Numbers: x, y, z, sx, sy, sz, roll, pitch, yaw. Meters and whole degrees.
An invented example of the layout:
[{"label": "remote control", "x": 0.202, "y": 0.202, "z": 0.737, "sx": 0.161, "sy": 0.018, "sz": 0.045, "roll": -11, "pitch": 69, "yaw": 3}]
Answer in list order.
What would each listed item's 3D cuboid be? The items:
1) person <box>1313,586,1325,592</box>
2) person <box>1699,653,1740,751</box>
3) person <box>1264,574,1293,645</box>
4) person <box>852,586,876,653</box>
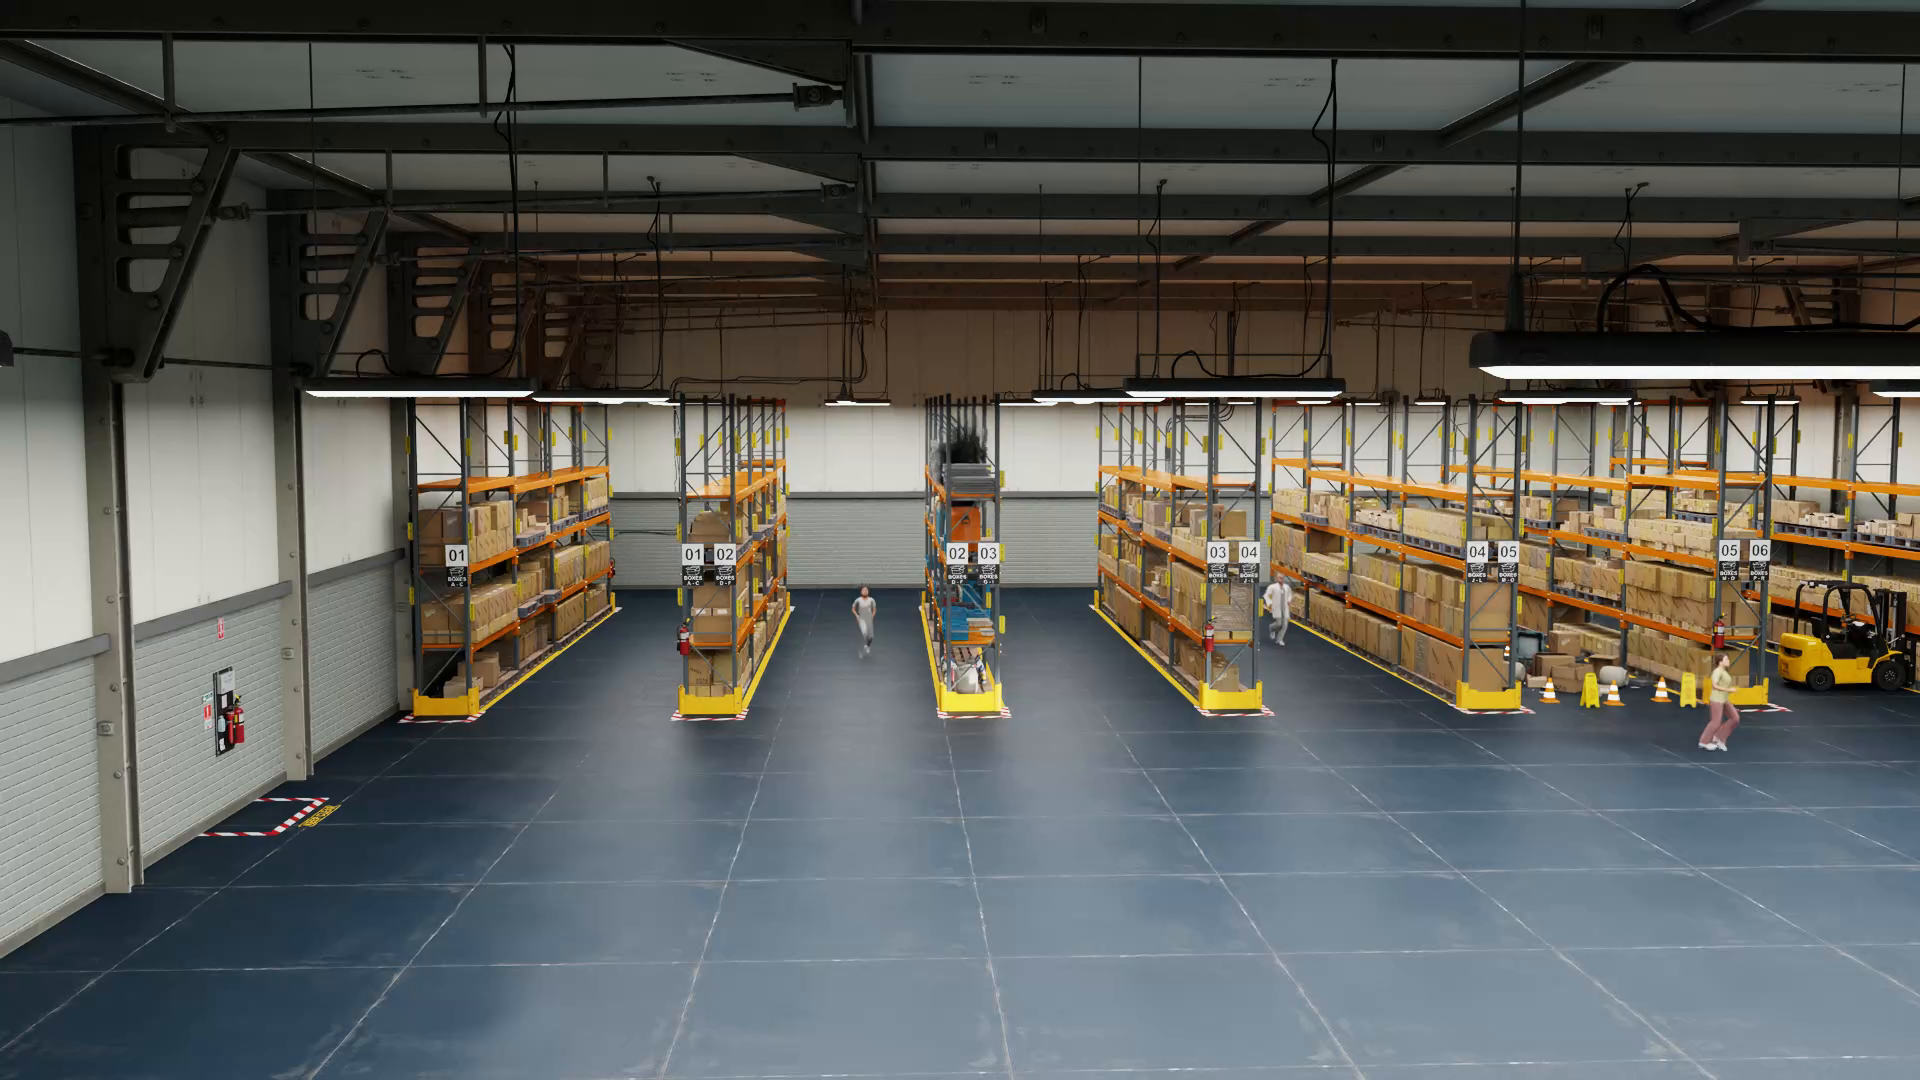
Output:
[{"label": "person", "x": 10.458, "y": 1.019, "z": 48.564, "sx": 0.721, "sy": 1.763, "sz": 0.794, "roll": -3, "pitch": 5, "yaw": -31}, {"label": "person", "x": 12.679, "y": 2.708, "z": 27.737, "sx": 0.652, "sy": 1.667, "sz": 0.571, "roll": 4, "pitch": 6, "yaw": 44}, {"label": "person", "x": 7.752, "y": 1.679, "z": 40.323, "sx": 0.710, "sy": 1.733, "sz": 0.638, "roll": -1, "pitch": 5, "yaw": -13}, {"label": "person", "x": -2.163, "y": 1.825, "z": 37.743, "sx": 0.563, "sy": 1.566, "sz": 0.725, "roll": -1, "pitch": 5, "yaw": -11}]
